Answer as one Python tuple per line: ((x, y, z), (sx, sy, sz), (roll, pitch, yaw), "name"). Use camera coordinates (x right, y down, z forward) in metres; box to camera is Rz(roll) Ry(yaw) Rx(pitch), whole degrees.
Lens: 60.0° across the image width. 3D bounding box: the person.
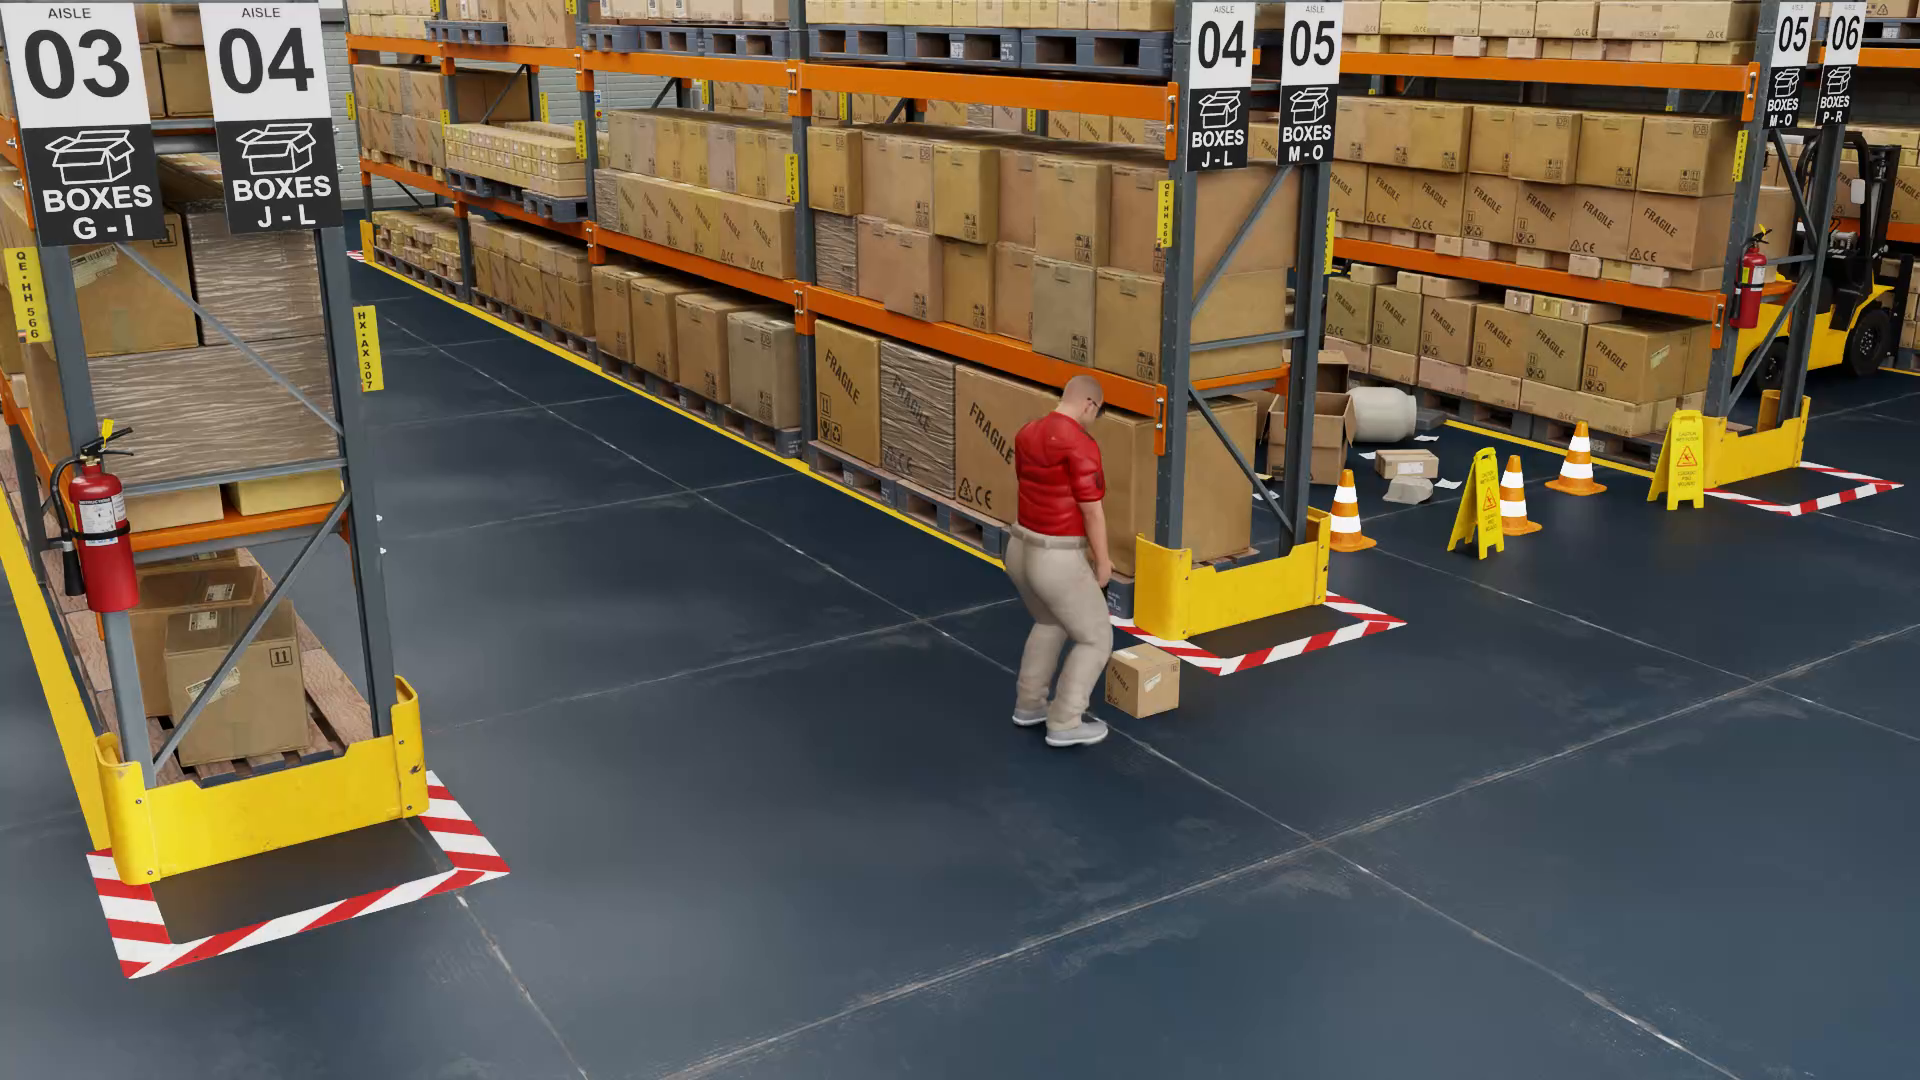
((0.413, 0.161, 7.470), (0.407, 1.505, 0.560), (-11, 21, -30), "person")
